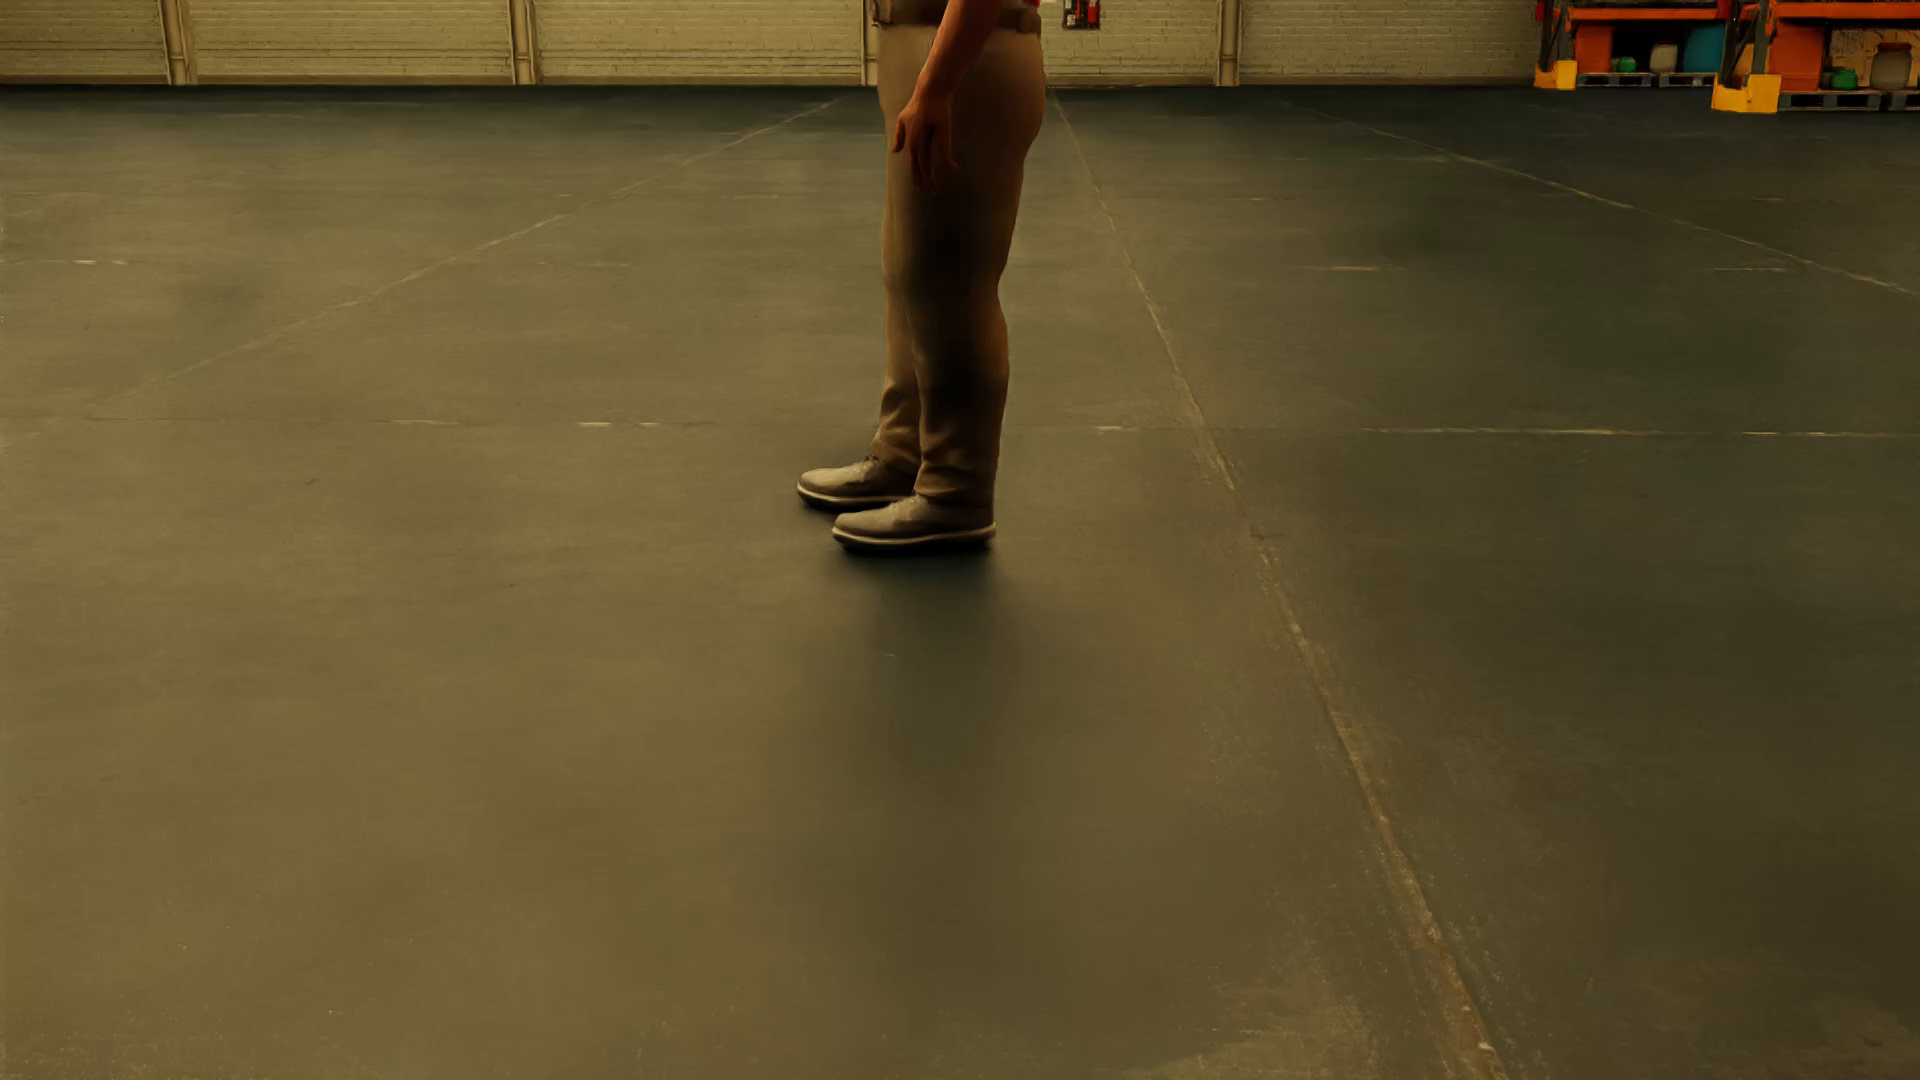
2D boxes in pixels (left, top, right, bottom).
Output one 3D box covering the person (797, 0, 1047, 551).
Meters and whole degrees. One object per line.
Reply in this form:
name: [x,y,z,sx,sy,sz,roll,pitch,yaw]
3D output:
person: [-0.089,-0.837,3.128,0.550,1.726,0.640,1,17,2]
